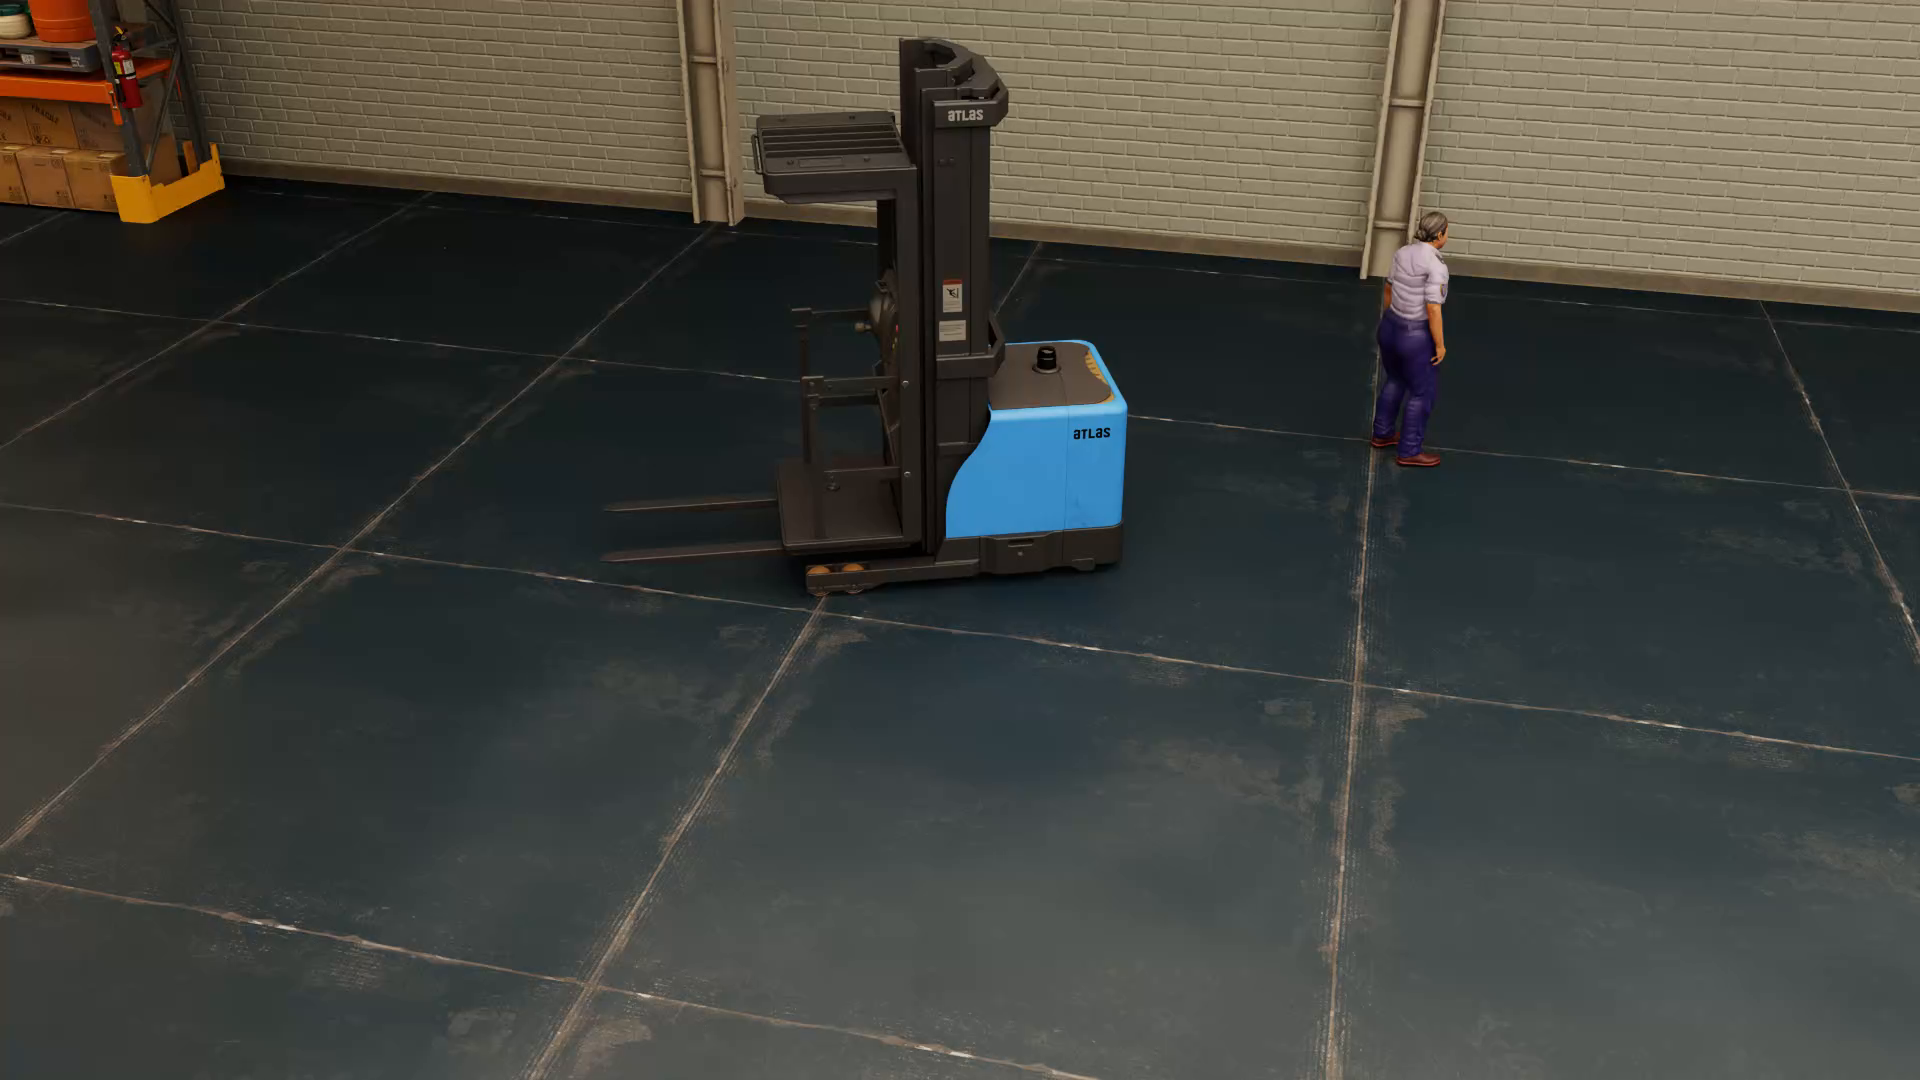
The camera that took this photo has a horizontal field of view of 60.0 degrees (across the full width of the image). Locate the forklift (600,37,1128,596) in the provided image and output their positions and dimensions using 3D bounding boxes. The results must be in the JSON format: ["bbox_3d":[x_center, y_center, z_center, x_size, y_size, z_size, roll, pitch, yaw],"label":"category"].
[{"bbox_3d":[-0.602,-1.232,9.345,3.031,2.935,1.130,-4,30,-7],"label":"forklift"}]

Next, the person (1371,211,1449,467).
[{"bbox_3d":[2.941,-1.313,10.787,0.369,1.652,0.564,-12,32,-20],"label":"person"}]
